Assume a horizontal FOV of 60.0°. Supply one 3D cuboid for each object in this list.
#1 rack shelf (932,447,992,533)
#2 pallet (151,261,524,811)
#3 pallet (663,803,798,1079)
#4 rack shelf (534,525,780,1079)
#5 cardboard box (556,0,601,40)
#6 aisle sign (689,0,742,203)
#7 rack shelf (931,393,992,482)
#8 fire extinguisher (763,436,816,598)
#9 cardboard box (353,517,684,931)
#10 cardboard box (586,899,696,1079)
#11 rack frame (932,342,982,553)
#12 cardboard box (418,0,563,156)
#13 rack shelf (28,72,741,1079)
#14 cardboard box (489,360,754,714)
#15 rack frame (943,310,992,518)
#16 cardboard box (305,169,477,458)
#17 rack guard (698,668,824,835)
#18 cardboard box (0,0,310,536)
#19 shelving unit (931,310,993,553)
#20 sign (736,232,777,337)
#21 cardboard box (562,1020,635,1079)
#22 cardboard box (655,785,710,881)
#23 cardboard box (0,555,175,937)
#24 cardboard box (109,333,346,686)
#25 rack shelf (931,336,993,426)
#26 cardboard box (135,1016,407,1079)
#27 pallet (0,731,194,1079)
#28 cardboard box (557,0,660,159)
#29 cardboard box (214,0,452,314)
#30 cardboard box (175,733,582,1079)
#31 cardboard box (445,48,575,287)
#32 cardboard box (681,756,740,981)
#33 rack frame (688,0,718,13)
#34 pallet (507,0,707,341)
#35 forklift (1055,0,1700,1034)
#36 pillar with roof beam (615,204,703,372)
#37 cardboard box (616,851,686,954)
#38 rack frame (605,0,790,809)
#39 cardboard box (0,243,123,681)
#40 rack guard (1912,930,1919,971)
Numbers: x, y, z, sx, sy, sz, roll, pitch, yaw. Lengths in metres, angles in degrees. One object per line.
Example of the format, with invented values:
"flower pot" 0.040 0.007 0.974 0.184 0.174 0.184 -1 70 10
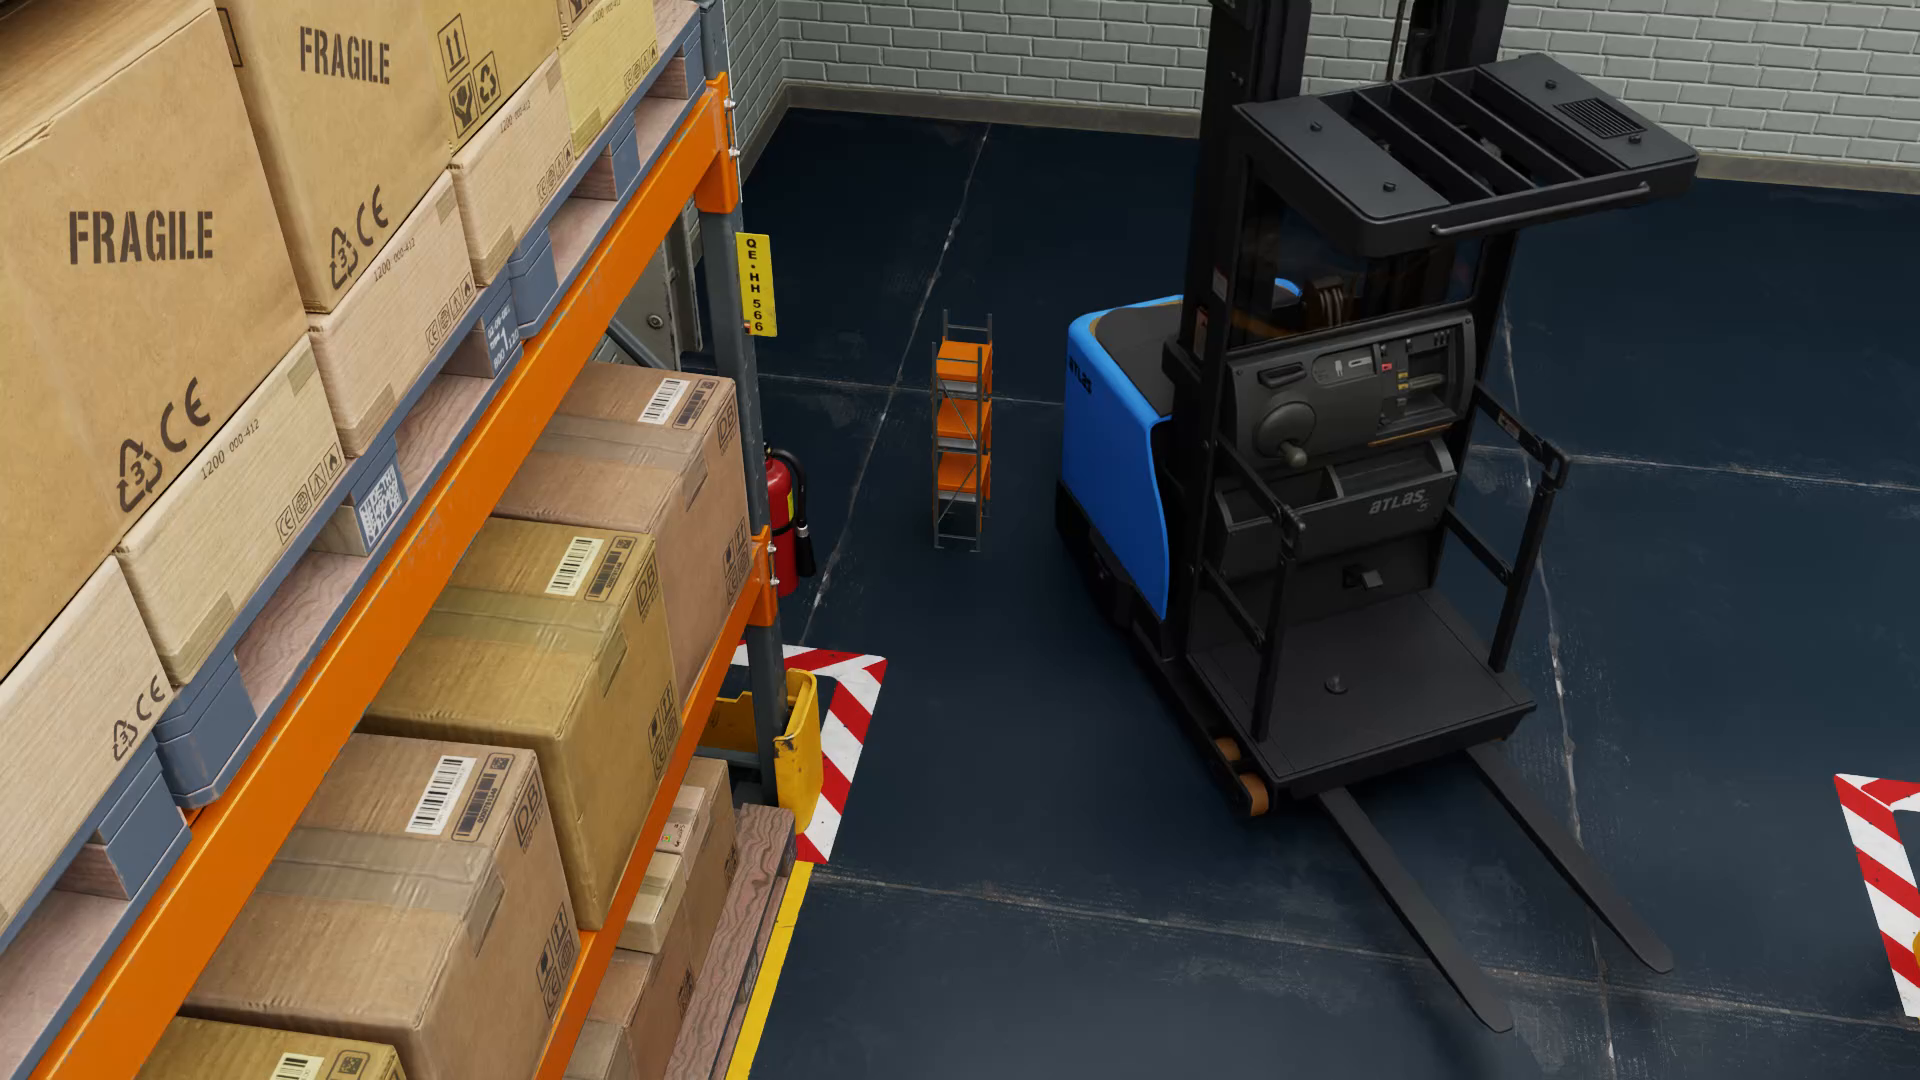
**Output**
"rack shelf" 0.009 -0.216 7.140 0.215 0.259 0.240 6 40 8
"pallet" -1.432 -0.132 2.771 1.003 0.211 1.213 6 40 8
"pallet" -1.167 1.341 5.463 1.003 0.211 1.213 6 40 8
"rack shelf" -1.451 1.288 3.903 1.077 0.370 4.000 6 40 8
"cardboard box" -0.963 -1.343 3.287 0.500 0.500 0.500 6 40 8
"aisle sign" -0.797 -1.258 4.378 0.394 0.787 0.004 6 40 8
"rack shelf" 0.009 -0.430 6.963 0.215 0.259 0.240 6 40 8
"fire extinguisher" -0.625 -0.115 5.388 0.296 0.674 0.183 6 40 8
"cardboard box" -1.299 0.419 4.154 0.980 0.700 0.700 6 40 7
"cardboard box" -1.214 1.322 4.930 0.700 0.500 0.500 6 40 8
"rack frame" -0.012 -0.362 6.863 0.200 1.050 0.008 6 40 8
"cardboard box" -1.061 -1.030 2.908 0.500 0.500 0.500 8 40 9
"rack shelf" -1.451 0.132 2.947 1.077 0.370 4.000 6 40 8
"cardboard box" -1.184 -0.039 4.707 0.980 0.700 0.700 8 40 10
"rack frame" 0.030 -0.515 7.049 0.200 1.050 0.008 6 40 8
"cardboard box" -1.145 -0.400 2.736 0.500 0.250 0.500 5 40 6
"rack guard" -1.101 0.704 6.006 1.175 0.500 0.348 6 40 8
"cardboard box" -1.235 -0.372 2.113 0.500 0.500 0.500 7 40 8
"shelving unit" 0.009 -0.438 6.956 0.215 1.050 0.252 6 40 8
"sign" -0.573 -0.713 4.664 0.100 0.325 0.005 6 40 8
"cardboard box" -1.301 1.637 4.548 0.700 0.500 0.500 5 40 6
"cardboard box" -0.971 0.858 4.981 0.380 0.149 0.250 6 40 7
"cardboard box" -1.316 0.245 1.956 0.500 0.250 0.500 6 40 7
"cardboard box" -1.235 -0.078 2.346 0.500 0.250 0.500 5 40 6
"rack shelf" 0.009 -0.649 6.782 0.215 0.259 0.240 6 40 8
"cardboard box" -1.556 1.354 3.023 0.980 0.700 0.700 5 40 7
"pallet" -1.646 0.632 1.847 1.003 0.211 1.213 6 40 8
"cardboard box" -0.971 -1.054 3.526 0.500 0.250 0.500 8 40 9
"cardboard box" -1.143 -0.701 2.511 0.500 0.500 0.500 5 40 6
"cardboard box" -1.440 0.897 3.576 0.980 0.700 0.700 5 40 6
"cardboard box" -1.060 -0.727 3.131 0.500 0.250 0.500 5 40 6
"cardboard box" -1.128 1.008 5.309 0.700 0.500 0.500 6 40 8
"rack frame" -1.105 -2.556 3.280 1.000 3.000 0.127 6 40 8
"pallet" -1.223 -0.899 3.699 1.003 0.211 1.213 6 40 8
"forklift" 1.413 -0.428 5.467 1.130 2.935 3.031 -14 42 -16
"pillar with roof beam" 2.750 -3.872 4.871 9.100 9.000 0.400 6 40 8
"cardboard box" -1.014 1.019 4.787 0.380 0.149 0.250 7 40 9
"rack frame" -1.105 -0.244 5.191 1.000 3.000 0.127 6 40 8
"cardboard box" -1.315 -0.061 1.737 0.500 0.500 0.500 6 40 7
"rack guard" 3.761 1.311 5.272 1.175 0.500 0.348 6 40 8
